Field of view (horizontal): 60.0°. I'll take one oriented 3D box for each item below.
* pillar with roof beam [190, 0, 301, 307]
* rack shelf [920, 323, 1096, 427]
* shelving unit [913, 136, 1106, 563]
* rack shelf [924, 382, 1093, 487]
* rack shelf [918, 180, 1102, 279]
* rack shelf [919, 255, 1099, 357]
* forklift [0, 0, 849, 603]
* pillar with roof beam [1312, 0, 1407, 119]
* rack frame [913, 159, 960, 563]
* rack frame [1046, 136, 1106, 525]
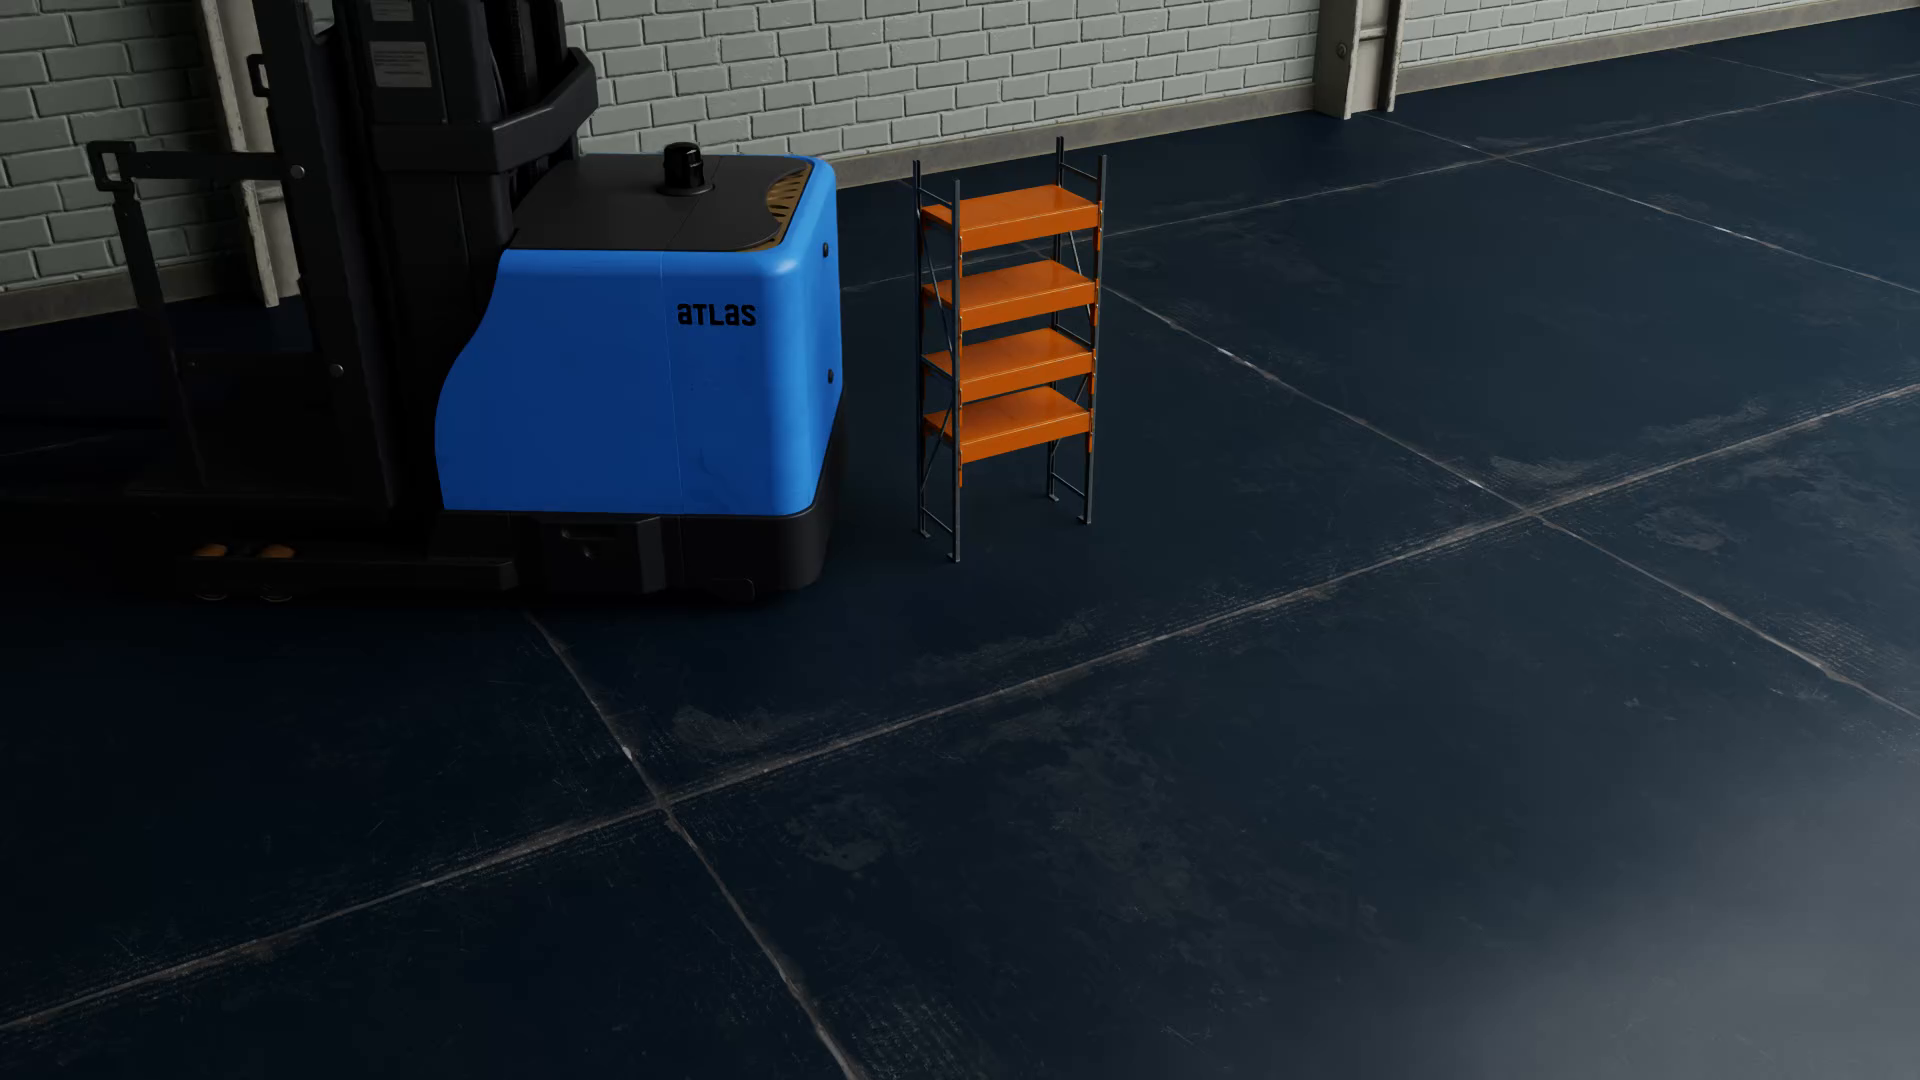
[{"bbox_3d":[-0.663,-3.241,1.809,0.400,9.000,9.100,-16,33,-26],"label":"pillar with roof beam"},{"bbox_3d":[0.143,-0.507,5.066,0.480,0.148,0.258,-16,33,-26],"label":"rack shelf"},{"bbox_3d":[0.143,-0.566,5.034,0.503,1.200,0.258,-16,33,-26],"label":"shelving unit"},{"bbox_3d":[0.143,-0.333,5.162,0.480,0.148,0.258,-16,33,-26],"label":"rack shelf"},{"bbox_3d":[0.143,-0.910,4.844,0.480,0.148,0.258,-16,33,-26],"label":"rack shelf"},{"bbox_3d":[0.143,-0.703,4.958,0.480,0.148,0.258,-16,33,-26],"label":"rack shelf"},{"bbox_3d":[-1.909,-1.353,4.669,3.031,2.935,1.130,1,29,2],"label":"forklift"},{"bbox_3d":[4.510,-4.710,4.470,0.400,9.000,9.100,-16,33,-26],"label":"pillar with roof beam"},{"bbox_3d":[-0.068,-0.506,4.925,0.015,1.200,0.240,-16,33,-26],"label":"rack frame"},{"bbox_3d":[0.353,-0.626,5.142,0.015,1.200,0.240,-16,33,-26],"label":"rack frame"}]
